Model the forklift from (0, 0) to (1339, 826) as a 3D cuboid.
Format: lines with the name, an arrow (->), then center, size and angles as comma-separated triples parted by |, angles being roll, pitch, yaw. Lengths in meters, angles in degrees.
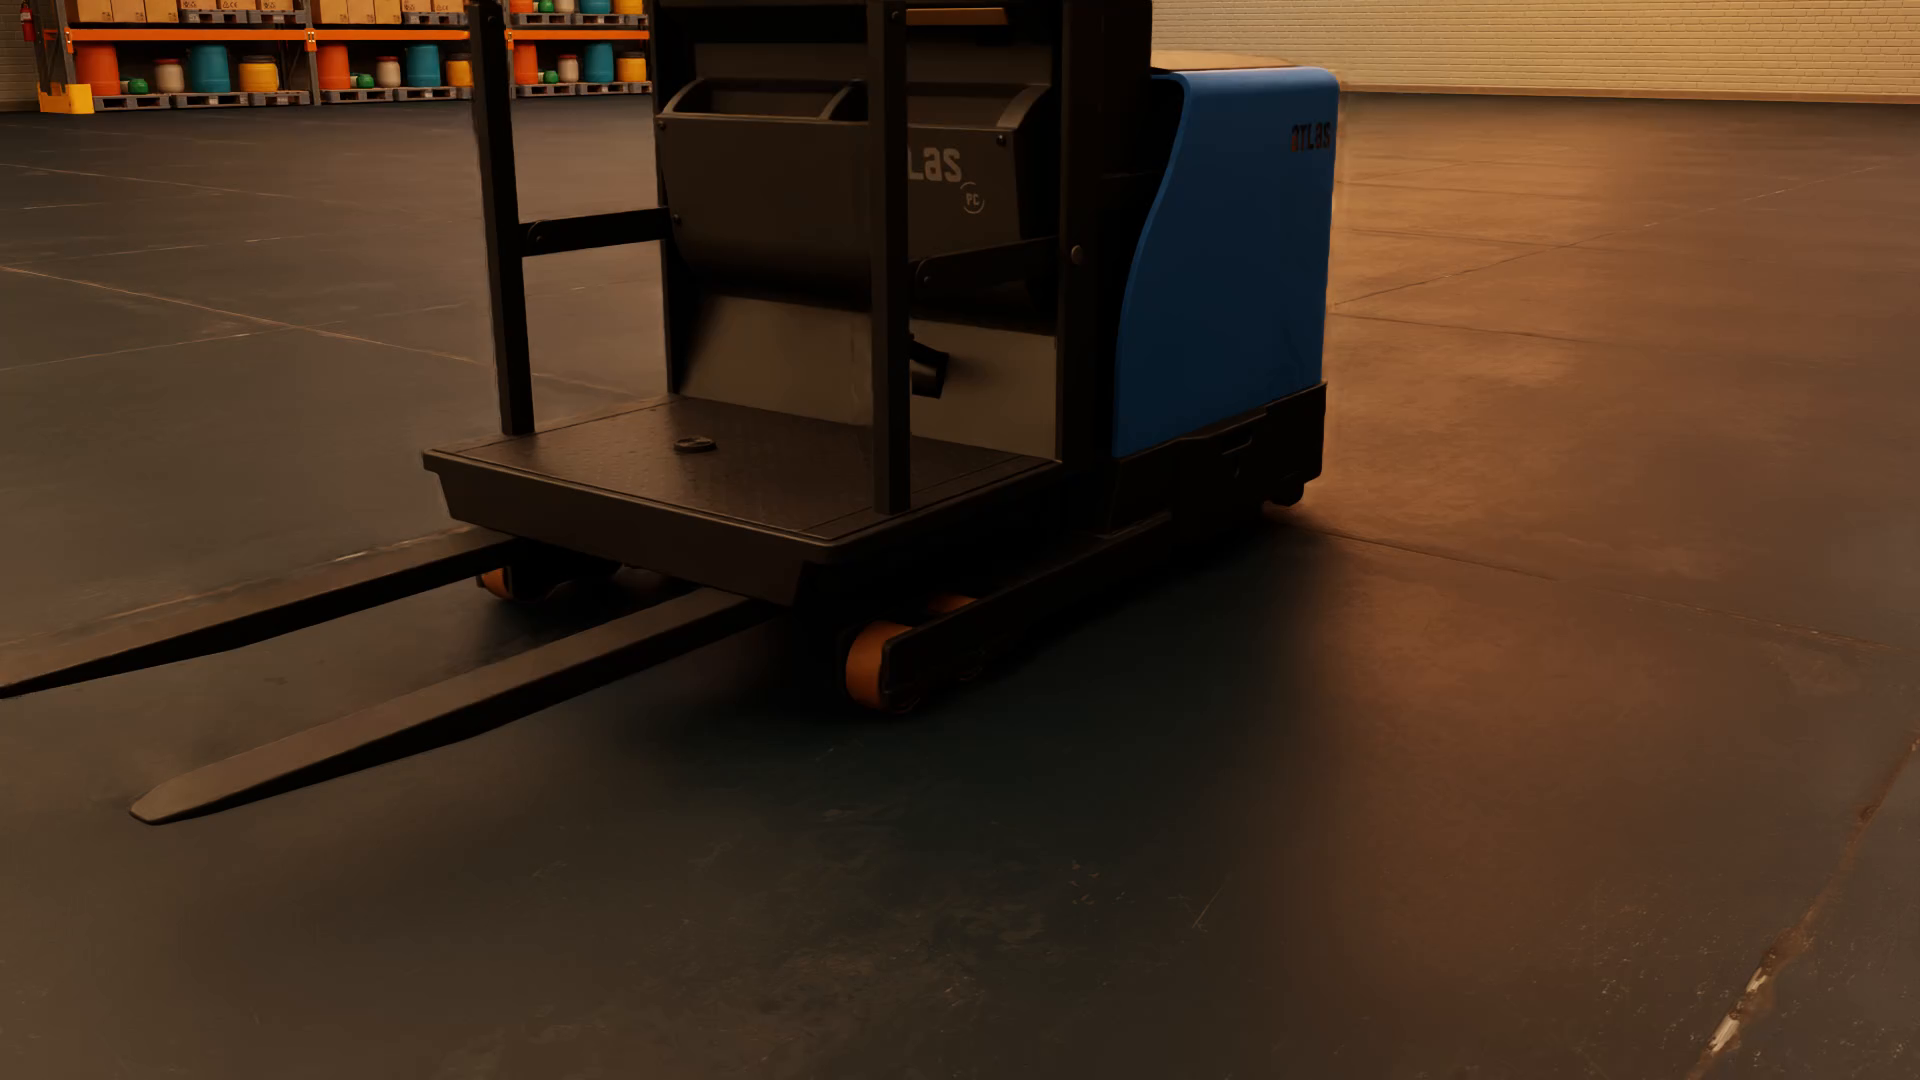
forklift -> -0.356, -1.254, 3.028 | 1.130, 2.935, 3.031 | 12, 21, 35
